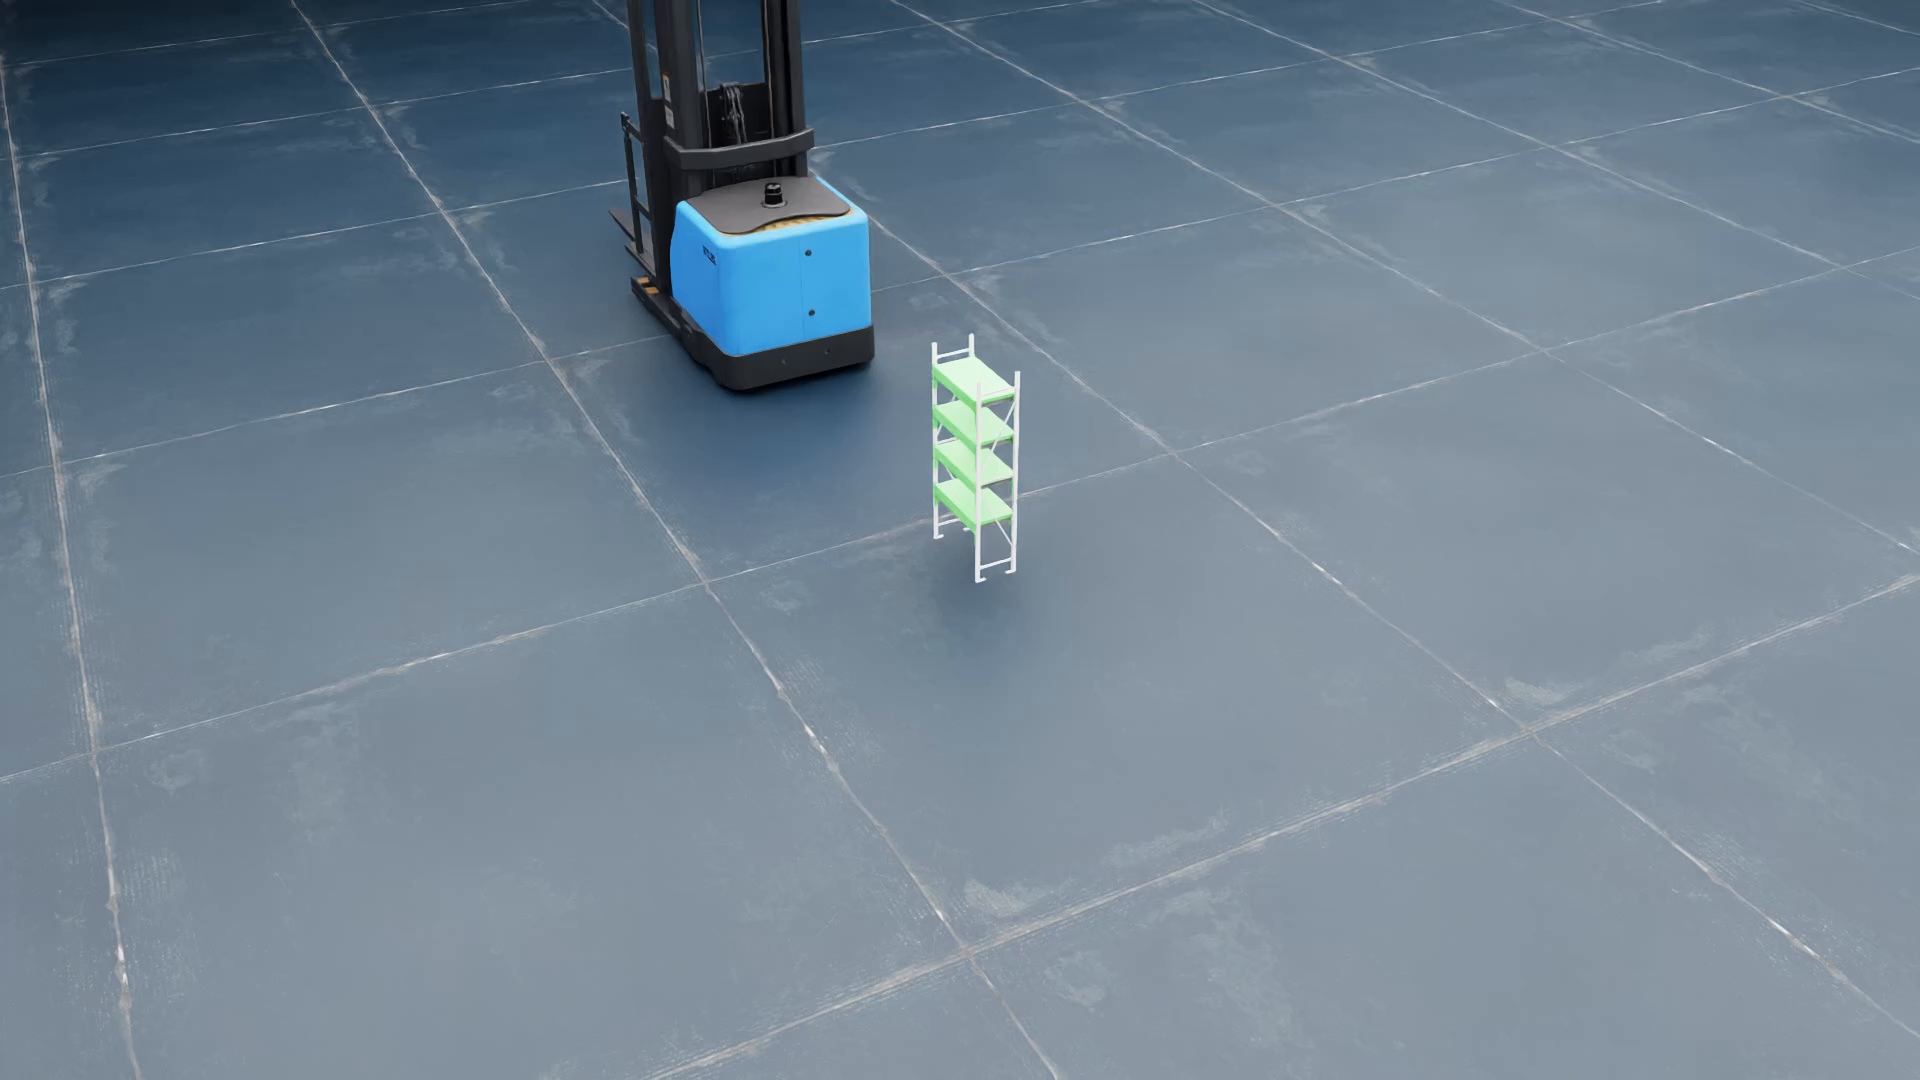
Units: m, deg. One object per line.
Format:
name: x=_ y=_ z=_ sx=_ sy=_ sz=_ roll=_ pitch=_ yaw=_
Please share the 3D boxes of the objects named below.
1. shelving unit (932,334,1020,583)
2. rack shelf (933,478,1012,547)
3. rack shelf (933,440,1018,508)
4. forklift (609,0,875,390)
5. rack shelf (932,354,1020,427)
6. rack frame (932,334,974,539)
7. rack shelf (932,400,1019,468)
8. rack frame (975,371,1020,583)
shelving unit: x=0.077 y=-0.426 z=8.803 sx=0.258 sy=1.200 sz=0.503 roll=-16 pitch=36 yaw=-23
rack shelf: x=0.077 y=-0.170 z=8.967 sx=0.258 sy=0.148 sz=0.480 roll=-16 pitch=36 yaw=-23
rack shelf: x=0.077 y=-0.372 z=8.837 sx=0.258 sy=0.148 sz=0.480 roll=-16 pitch=36 yaw=-23
forklift: x=-1.701 y=-2.964 z=11.160 sx=1.130 sy=2.935 sz=3.031 roll=-16 pitch=36 yaw=-23
rack shelf: x=0.077 y=-0.777 z=8.579 sx=0.258 sy=0.148 sz=0.480 roll=-16 pitch=36 yaw=-23
rack frame: x=-0.037 y=-0.543 z=8.985 sx=0.240 sy=1.200 sz=0.015 roll=-16 pitch=36 yaw=-23
rack shelf: x=0.077 y=-0.574 z=8.708 sx=0.258 sy=0.148 sz=0.480 roll=-16 pitch=36 yaw=-23
rack frame: x=0.191 y=-0.310 z=8.621 sx=0.240 sy=1.200 sz=0.015 roll=-16 pitch=36 yaw=-23
